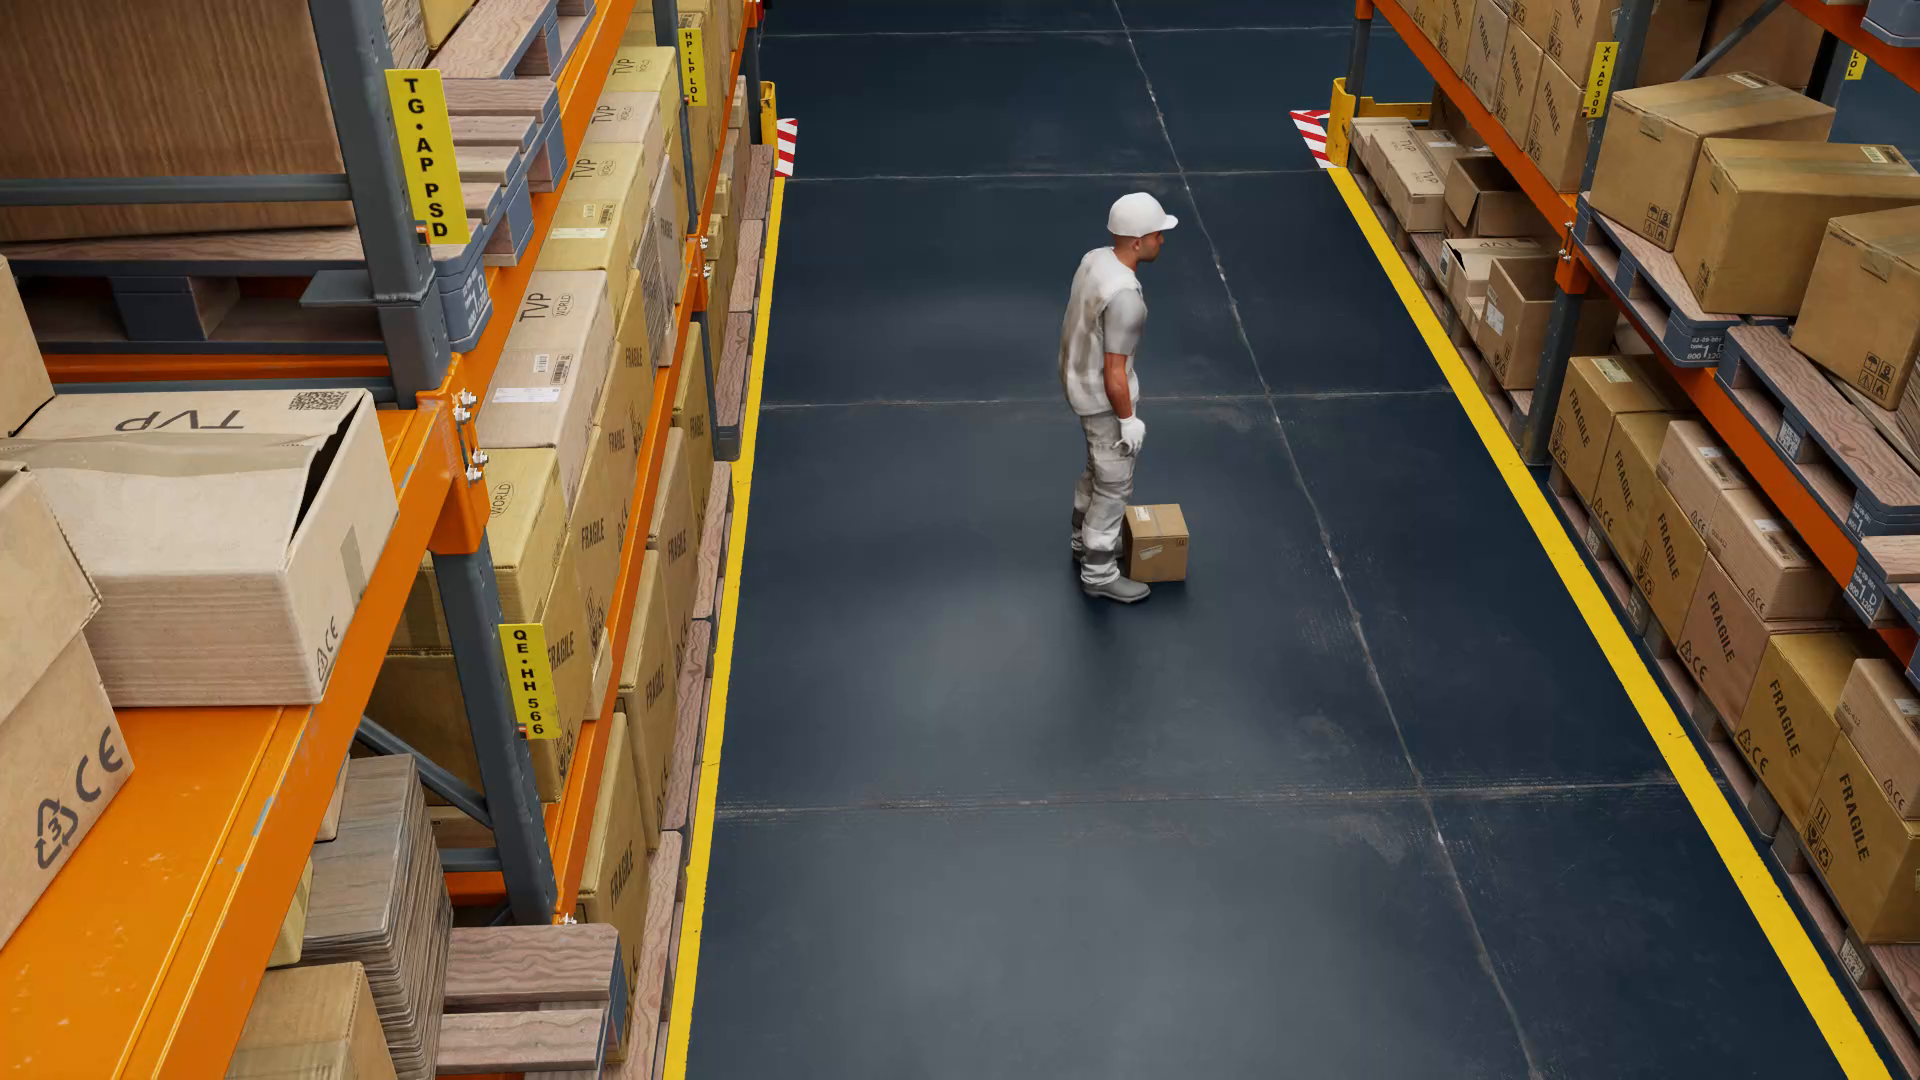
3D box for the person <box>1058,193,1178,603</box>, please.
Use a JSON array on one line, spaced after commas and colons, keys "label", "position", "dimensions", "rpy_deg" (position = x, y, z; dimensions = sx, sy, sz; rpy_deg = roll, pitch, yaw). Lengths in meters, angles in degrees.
[{"label": "person", "position": [0.645, -0.608, 7.002], "dimensions": [0.448, 1.780, 0.619], "rpy_deg": [-3, 35, -5]}]
